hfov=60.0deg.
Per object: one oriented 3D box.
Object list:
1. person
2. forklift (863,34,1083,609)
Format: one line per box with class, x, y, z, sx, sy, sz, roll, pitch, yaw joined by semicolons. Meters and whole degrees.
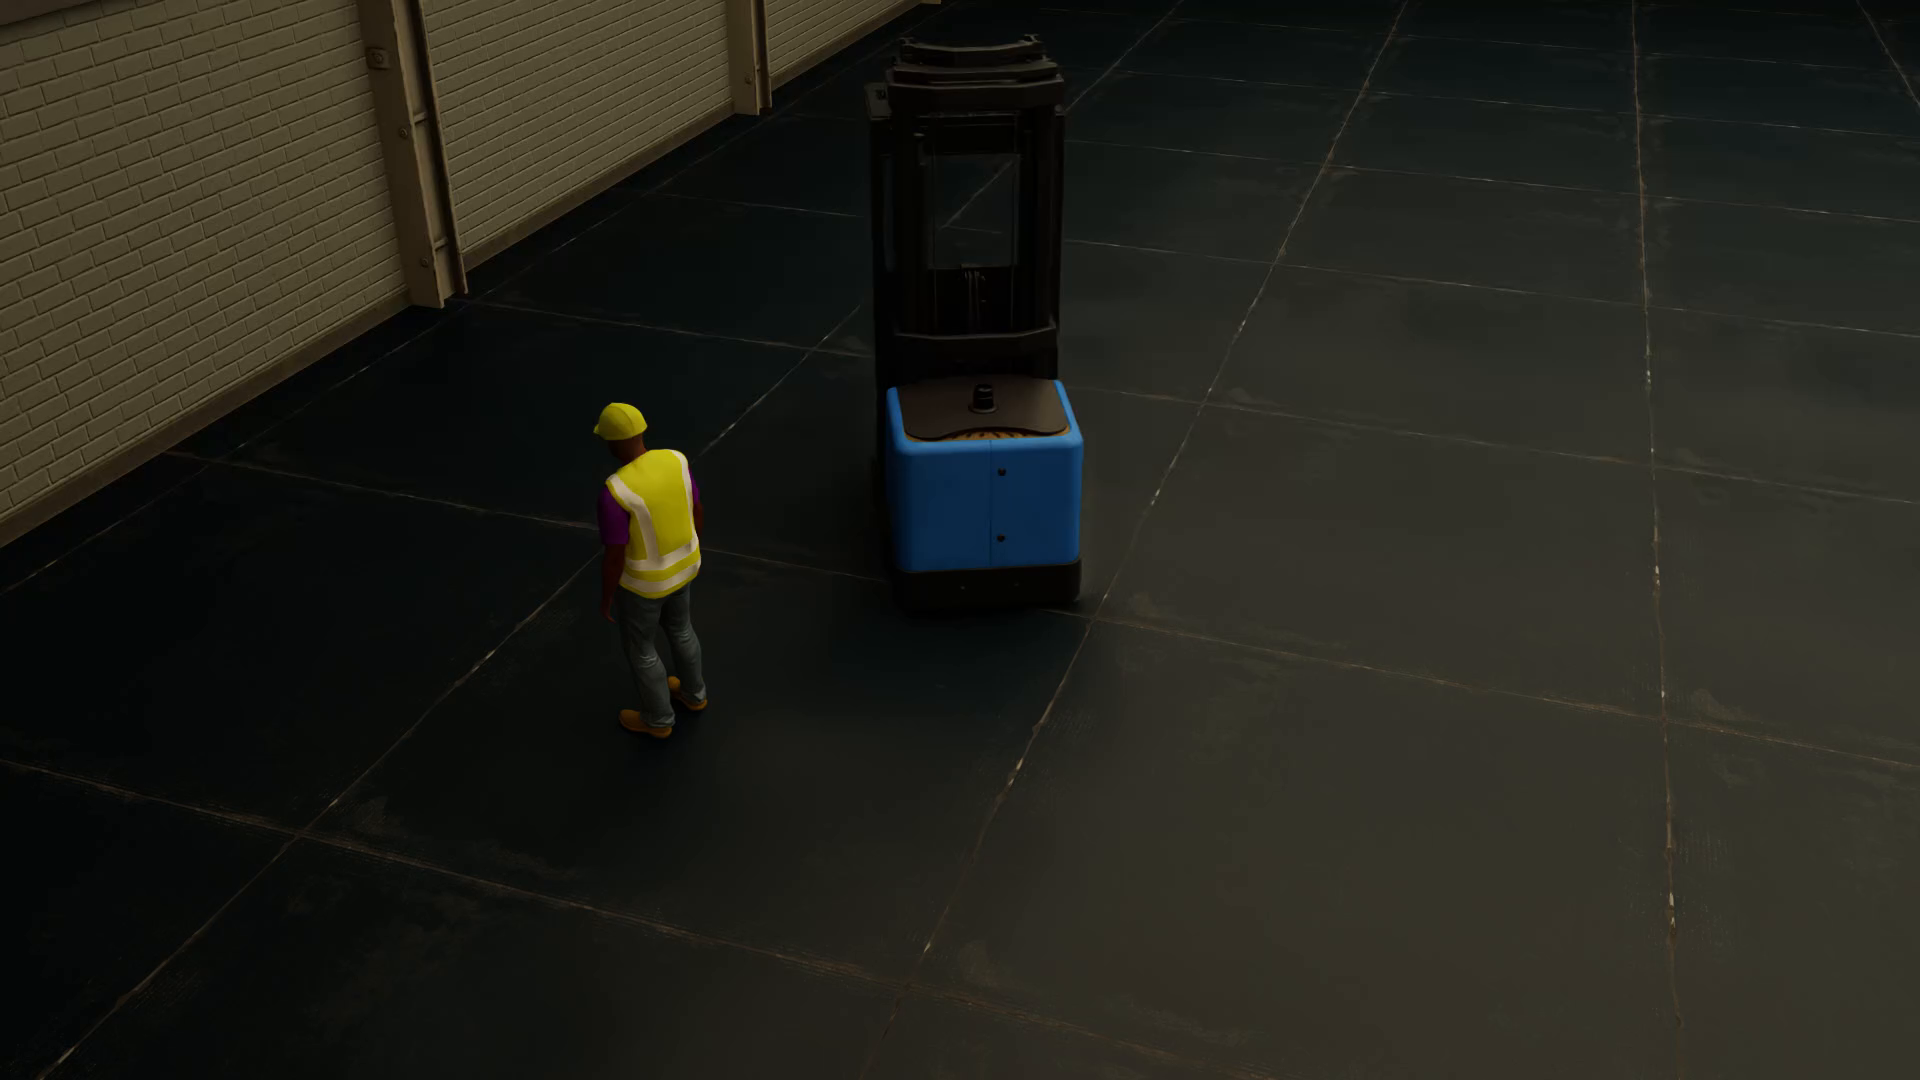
person;-1.502;0.146;8.071;0.458;1.756;0.643;20;35;31
forklift;0.015;-1.590;9.926;1.130;2.935;3.031;-3;30;-5
